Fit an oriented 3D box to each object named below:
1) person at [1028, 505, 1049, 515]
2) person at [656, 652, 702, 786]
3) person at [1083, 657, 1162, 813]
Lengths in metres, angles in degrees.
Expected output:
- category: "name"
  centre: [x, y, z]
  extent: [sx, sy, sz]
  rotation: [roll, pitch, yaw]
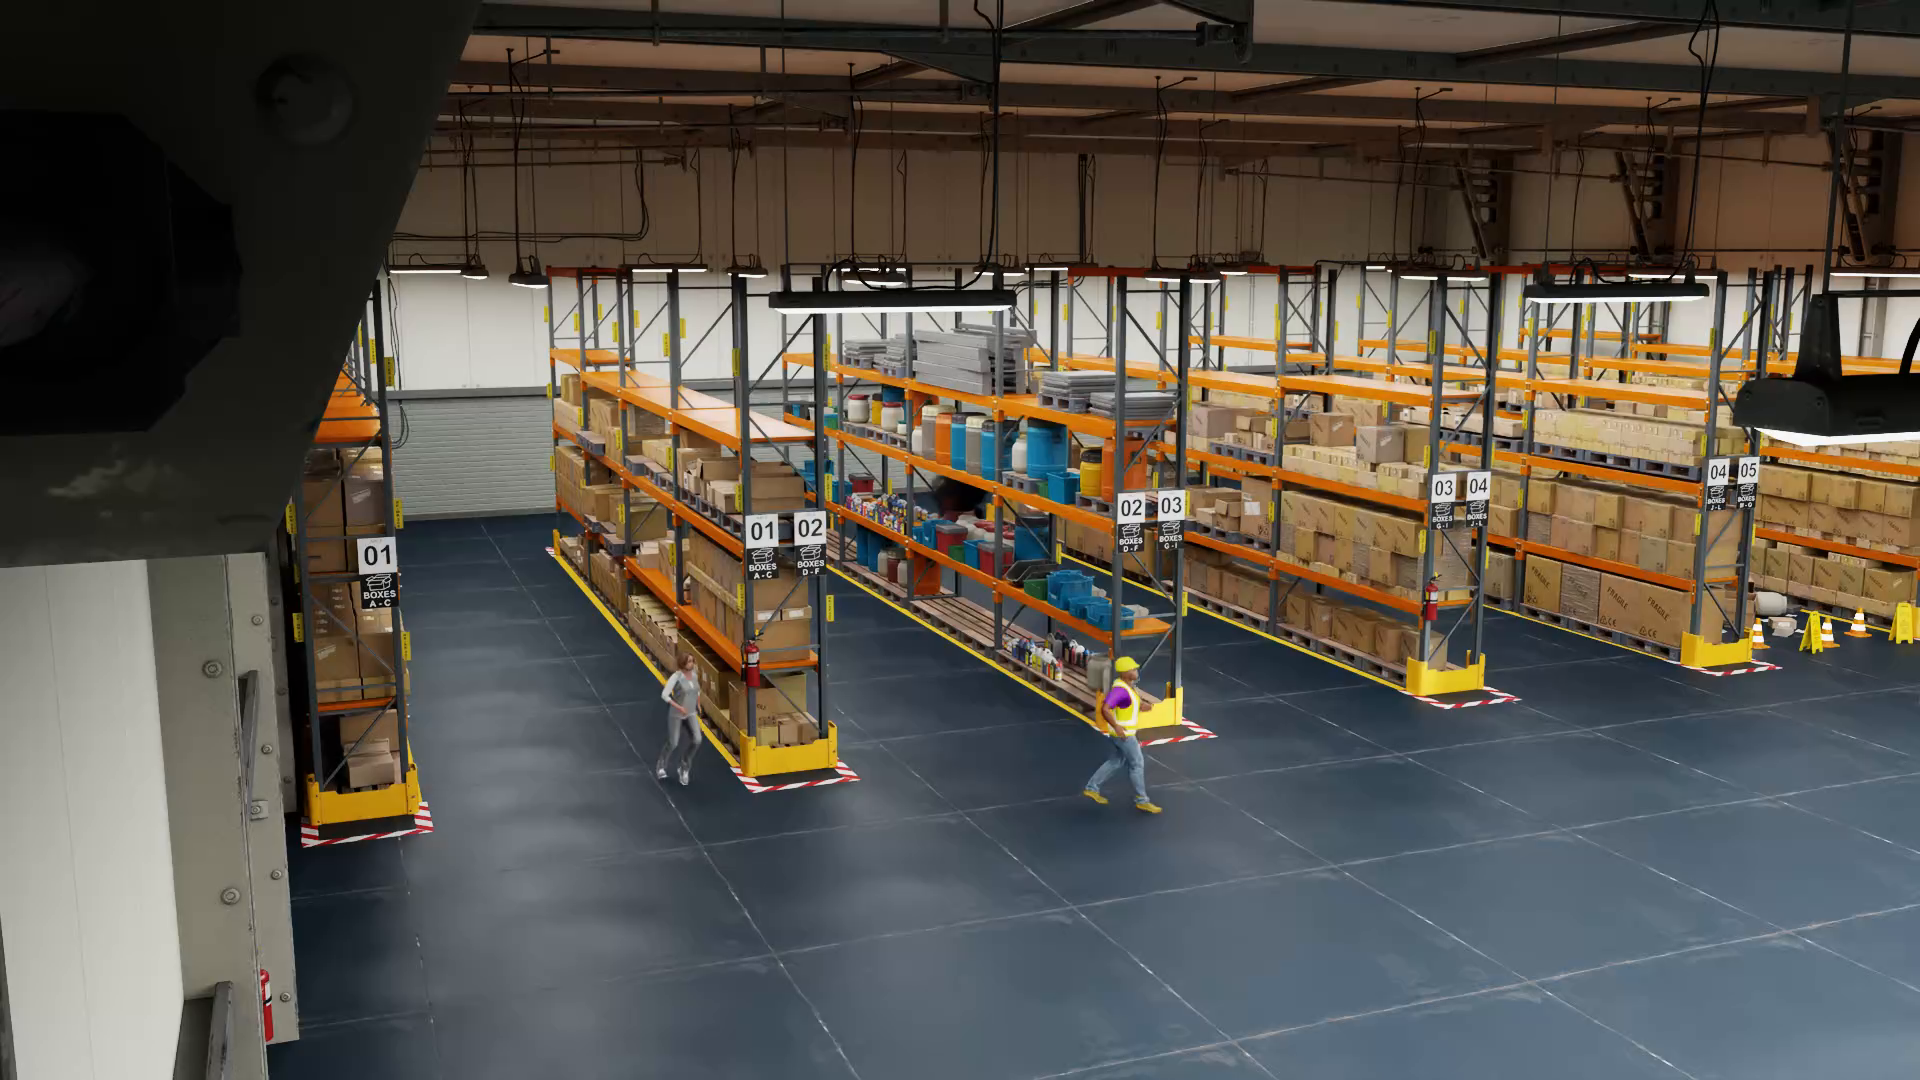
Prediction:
- category: "person"
  centre: [1.558, -0.271, 31.319]
  extent: [0.684, 1.827, 0.754]
  rotation: [-7, 12, -33]
- category: "person"
  centre: [-3.317, 2.123, 19.986]
  extent: [0.601, 1.587, 0.615]
  rotation: [-8, 13, -40]
- category: "person"
  centre: [1.854, 2.191, 18.846]
  extent: [0.896, 1.776, 0.707]
  rotation: [0, 10, 2]
